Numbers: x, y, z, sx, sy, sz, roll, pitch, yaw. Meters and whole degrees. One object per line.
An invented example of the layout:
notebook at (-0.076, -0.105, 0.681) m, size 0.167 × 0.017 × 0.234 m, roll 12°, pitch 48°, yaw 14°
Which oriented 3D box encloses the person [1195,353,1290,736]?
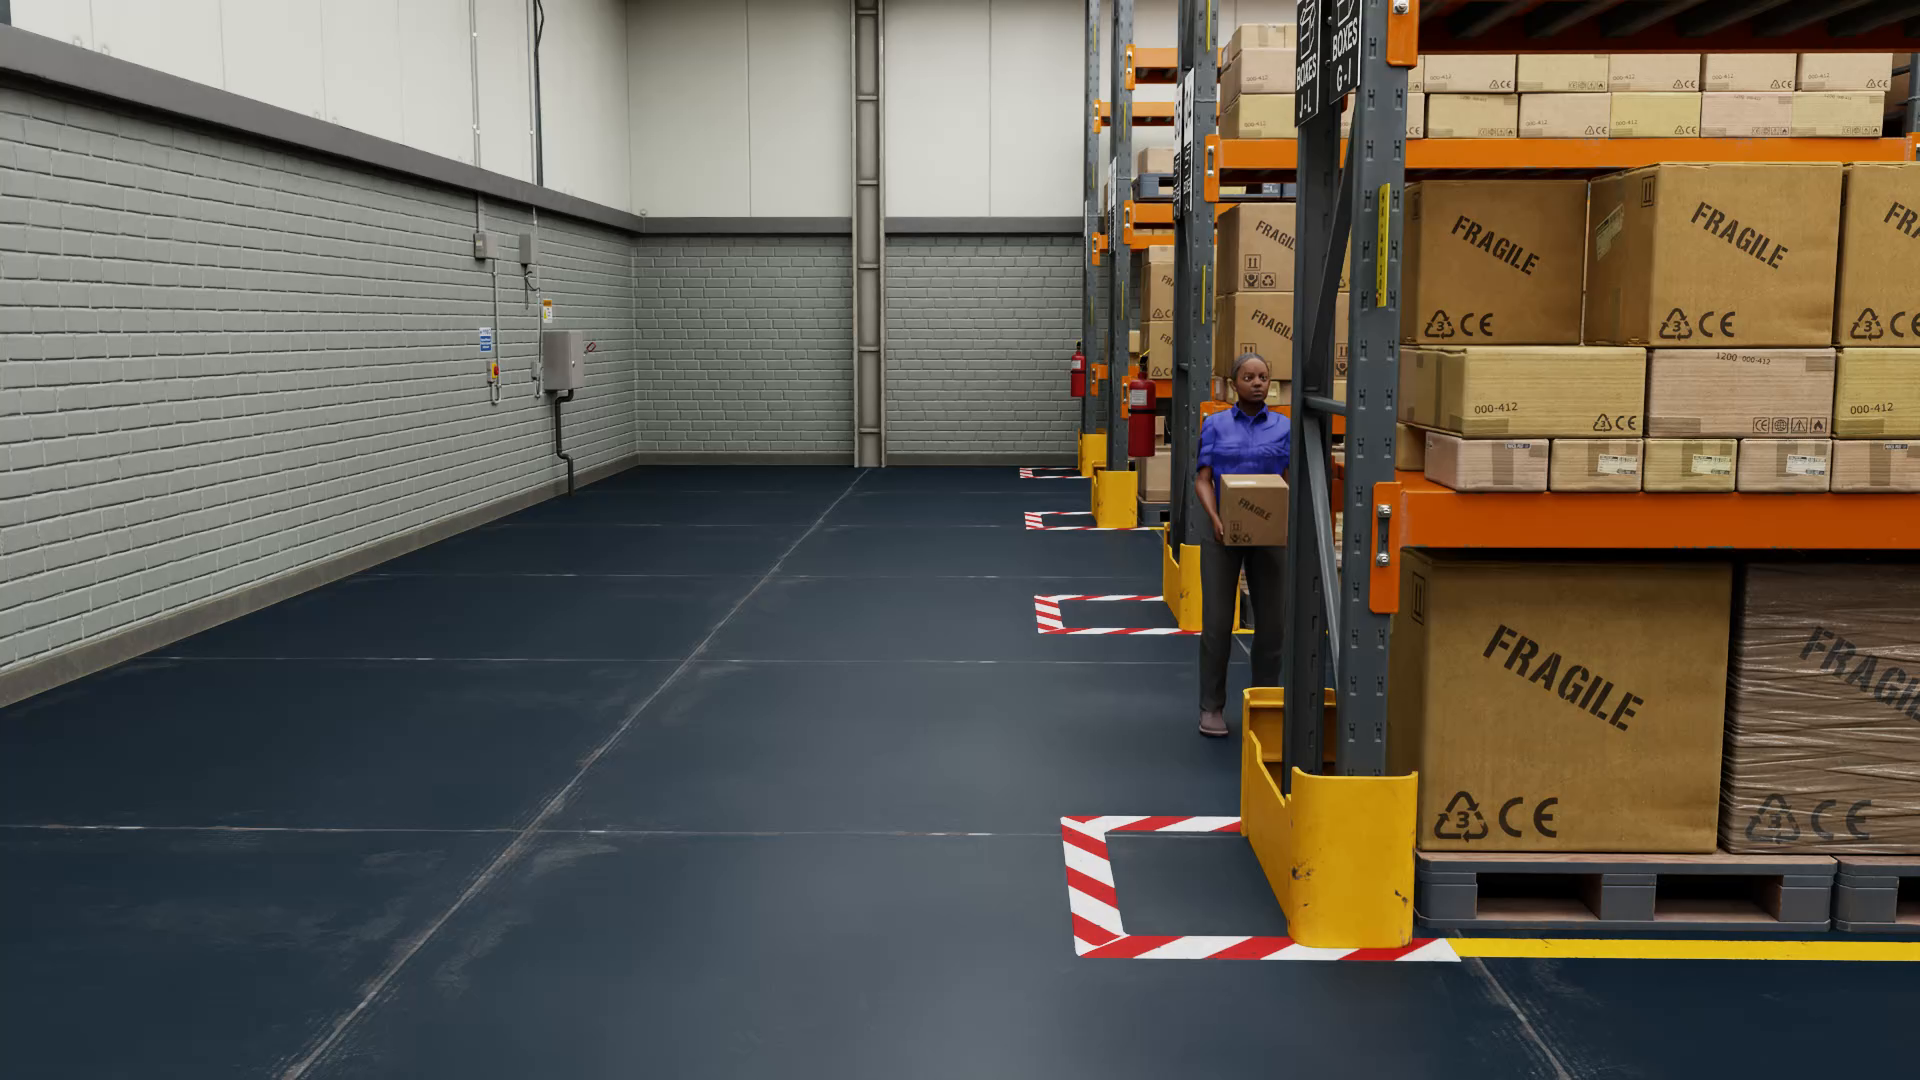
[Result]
person at (1.232, 0.026, 7.137) m, size 0.450 × 1.646 × 0.523 m, roll 0°, pitch 7°, yaw 2°
